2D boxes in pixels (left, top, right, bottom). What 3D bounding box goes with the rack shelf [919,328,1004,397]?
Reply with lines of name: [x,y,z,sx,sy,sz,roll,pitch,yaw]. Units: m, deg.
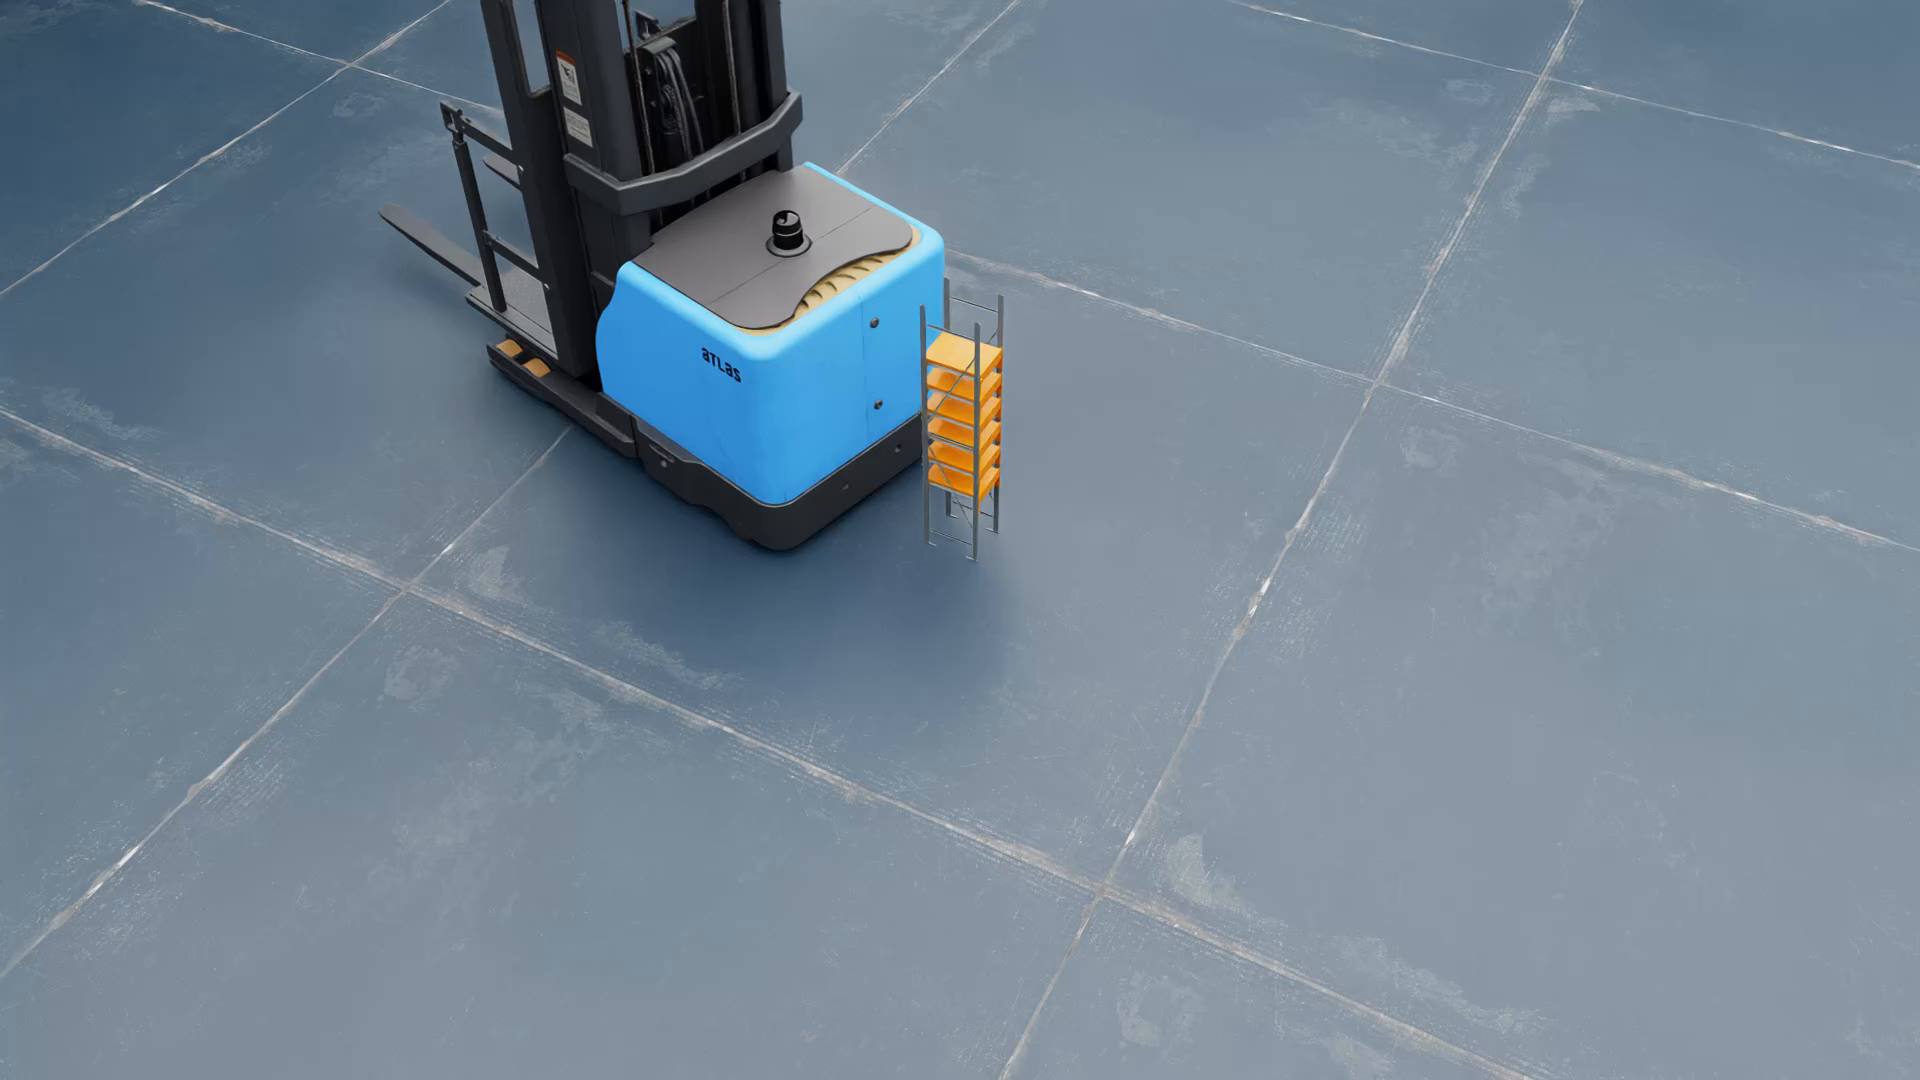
rack shelf: [0.007,-0.653,6.108,0.258,0.103,0.180,20,49,19]

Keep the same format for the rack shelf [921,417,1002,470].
rack shelf: [0.007,-0.400,6.364,0.258,0.103,0.180,20,49,19]

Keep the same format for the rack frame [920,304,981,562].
rack frame: [-0.036,-0.373,6.275,0.240,1.200,0.006,20,49,19]

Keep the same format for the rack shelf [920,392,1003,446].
rack shelf: [0.007,-0.484,6.279,0.258,0.103,0.180,20,49,19]

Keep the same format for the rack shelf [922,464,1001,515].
rack shelf: [0.007,-0.231,6.535,0.258,0.103,0.180,20,49,19]

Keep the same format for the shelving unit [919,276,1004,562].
shelving unit: [0.007,-0.431,6.332,0.258,1.200,0.189,20,49,19]

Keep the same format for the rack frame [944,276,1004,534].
rack frame: [0.049,-0.489,6.389,0.240,1.200,0.006,20,49,19]

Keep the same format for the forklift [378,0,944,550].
forklift: [-1.469,-1.913,6.579,3.031,2.935,1.130,33,54,28]

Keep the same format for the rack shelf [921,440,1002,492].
rack shelf: [0.007,-0.315,6.449,0.258,0.103,0.180,20,49,19]

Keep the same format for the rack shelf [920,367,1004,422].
rack shelf: [0.007,-0.568,6.193,0.258,0.103,0.180,20,49,19]
